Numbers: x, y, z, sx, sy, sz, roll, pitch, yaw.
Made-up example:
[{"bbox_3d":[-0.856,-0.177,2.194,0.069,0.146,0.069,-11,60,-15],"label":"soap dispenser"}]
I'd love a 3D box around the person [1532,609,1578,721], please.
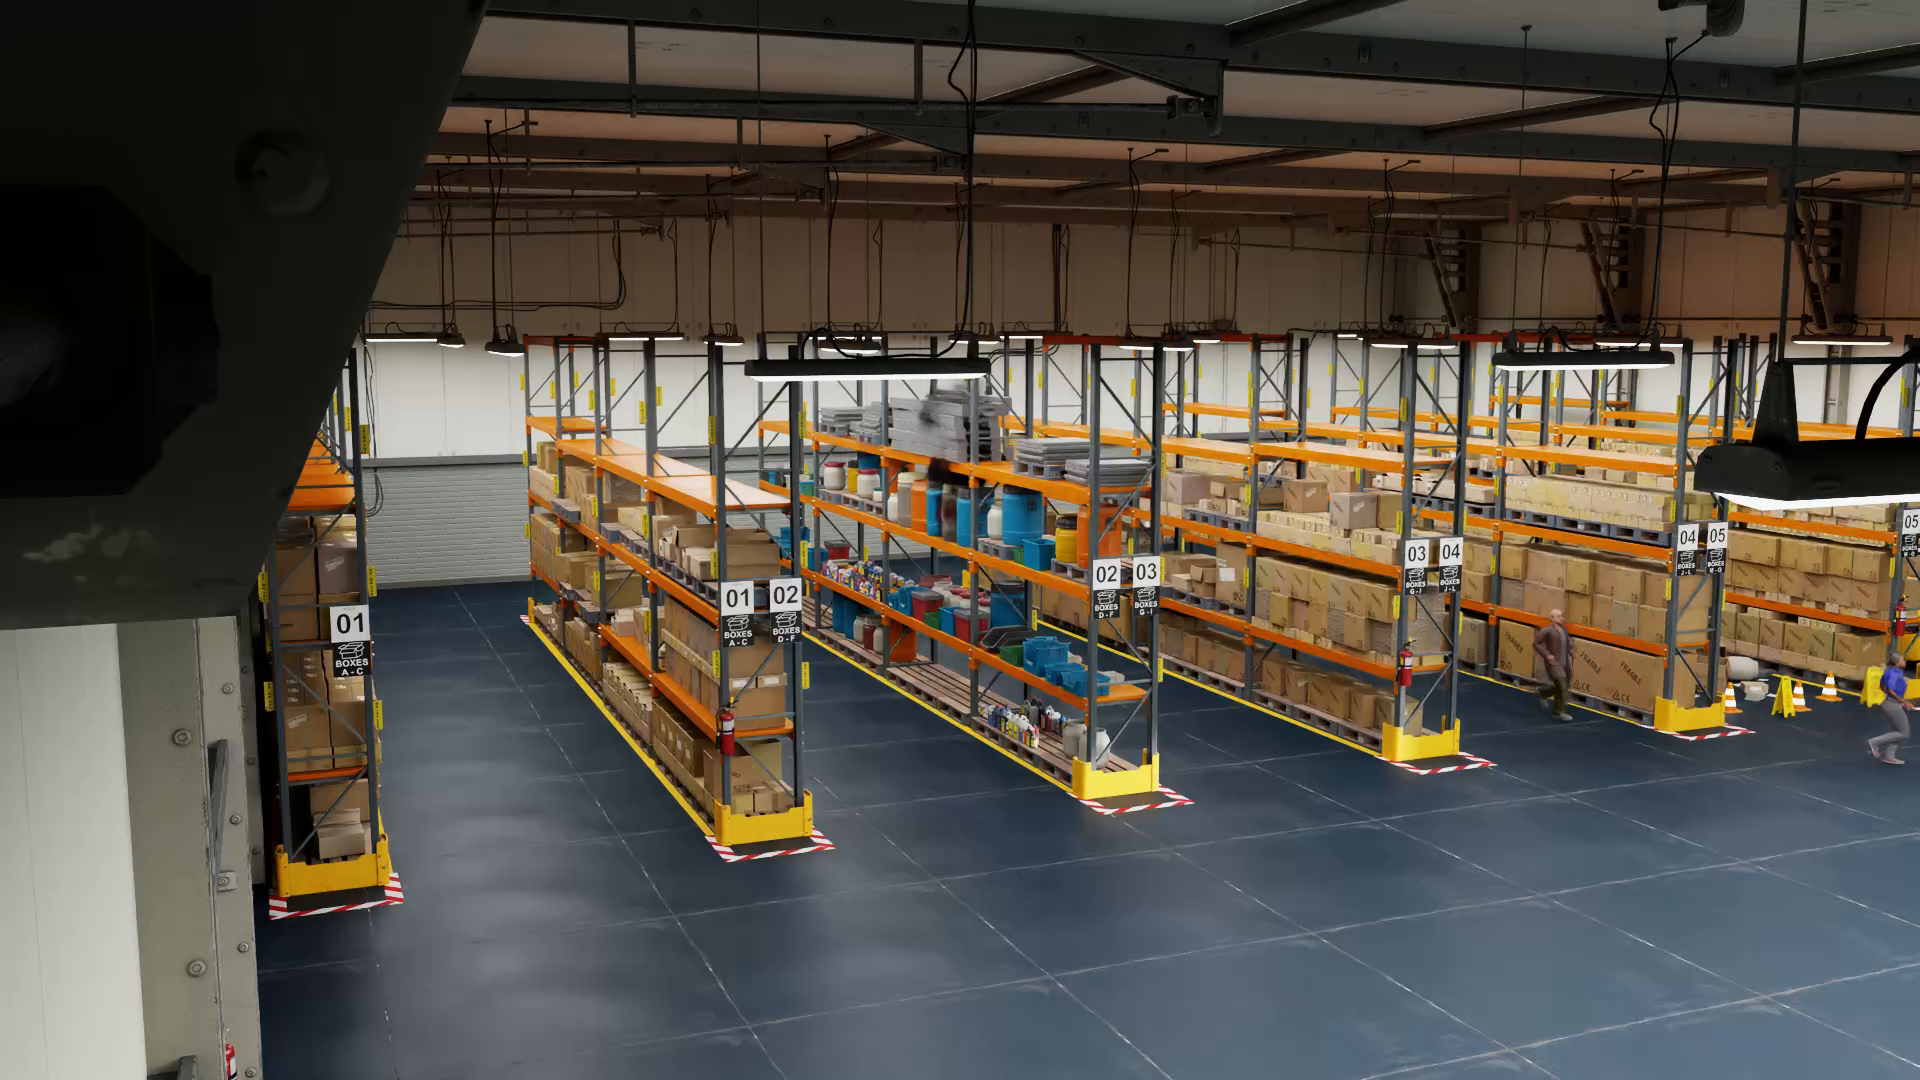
[{"bbox_3d":[9.443,1.964,26.424,0.715,1.735,0.812,-4,9,-29],"label":"person"}]

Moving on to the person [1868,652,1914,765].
[{"bbox_3d":[13.253,2.398,23.698,0.548,1.598,0.564,2,8,16],"label":"person"}]

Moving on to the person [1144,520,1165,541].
[{"bbox_3d":[4.776,-0.002,41.436,0.716,1.641,0.631,-5,9,-31],"label":"person"}]
